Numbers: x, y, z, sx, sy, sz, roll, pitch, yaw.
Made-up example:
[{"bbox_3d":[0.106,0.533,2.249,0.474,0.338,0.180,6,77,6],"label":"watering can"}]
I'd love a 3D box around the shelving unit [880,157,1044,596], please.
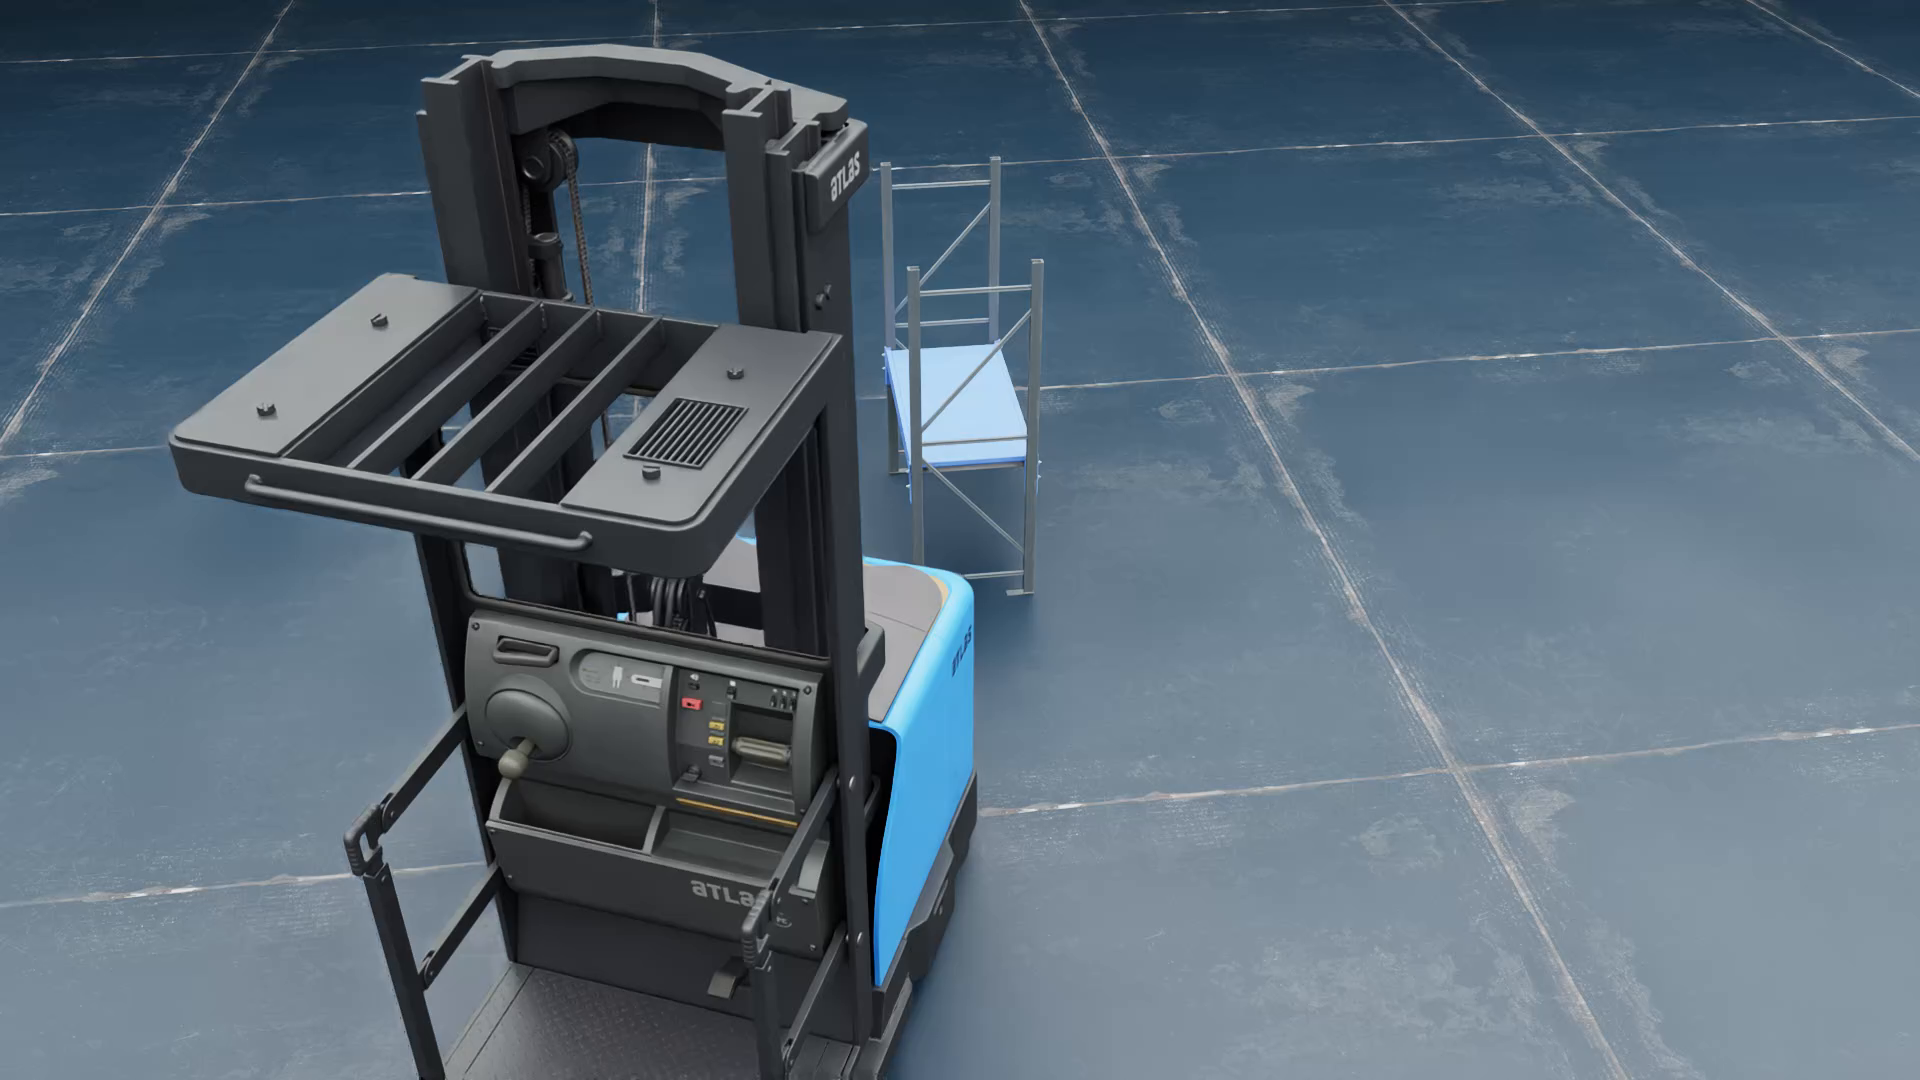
[{"bbox_3d":[-0.011,-0.667,6.897,0.538,1.500,1.048,-4,35,-6],"label":"shelving unit"}]

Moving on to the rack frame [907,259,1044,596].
[{"bbox_3d":[0.057,-0.384,6.481,0.500,1.500,0.032,-4,35,-6],"label":"rack frame"}]

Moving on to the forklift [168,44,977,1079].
[{"bbox_3d":[-0.848,0.500,3.913,1.130,2.935,3.031,9,35,14],"label":"forklift"}]

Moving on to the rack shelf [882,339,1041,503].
[{"bbox_3d":[-0.011,-0.519,6.999,0.538,0.185,1.000,-4,35,-6],"label":"rack shelf"}]

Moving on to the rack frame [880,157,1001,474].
[{"bbox_3d":[-0.080,-0.951,7.314,0.500,1.500,0.032,-4,35,-6],"label":"rack frame"}]
